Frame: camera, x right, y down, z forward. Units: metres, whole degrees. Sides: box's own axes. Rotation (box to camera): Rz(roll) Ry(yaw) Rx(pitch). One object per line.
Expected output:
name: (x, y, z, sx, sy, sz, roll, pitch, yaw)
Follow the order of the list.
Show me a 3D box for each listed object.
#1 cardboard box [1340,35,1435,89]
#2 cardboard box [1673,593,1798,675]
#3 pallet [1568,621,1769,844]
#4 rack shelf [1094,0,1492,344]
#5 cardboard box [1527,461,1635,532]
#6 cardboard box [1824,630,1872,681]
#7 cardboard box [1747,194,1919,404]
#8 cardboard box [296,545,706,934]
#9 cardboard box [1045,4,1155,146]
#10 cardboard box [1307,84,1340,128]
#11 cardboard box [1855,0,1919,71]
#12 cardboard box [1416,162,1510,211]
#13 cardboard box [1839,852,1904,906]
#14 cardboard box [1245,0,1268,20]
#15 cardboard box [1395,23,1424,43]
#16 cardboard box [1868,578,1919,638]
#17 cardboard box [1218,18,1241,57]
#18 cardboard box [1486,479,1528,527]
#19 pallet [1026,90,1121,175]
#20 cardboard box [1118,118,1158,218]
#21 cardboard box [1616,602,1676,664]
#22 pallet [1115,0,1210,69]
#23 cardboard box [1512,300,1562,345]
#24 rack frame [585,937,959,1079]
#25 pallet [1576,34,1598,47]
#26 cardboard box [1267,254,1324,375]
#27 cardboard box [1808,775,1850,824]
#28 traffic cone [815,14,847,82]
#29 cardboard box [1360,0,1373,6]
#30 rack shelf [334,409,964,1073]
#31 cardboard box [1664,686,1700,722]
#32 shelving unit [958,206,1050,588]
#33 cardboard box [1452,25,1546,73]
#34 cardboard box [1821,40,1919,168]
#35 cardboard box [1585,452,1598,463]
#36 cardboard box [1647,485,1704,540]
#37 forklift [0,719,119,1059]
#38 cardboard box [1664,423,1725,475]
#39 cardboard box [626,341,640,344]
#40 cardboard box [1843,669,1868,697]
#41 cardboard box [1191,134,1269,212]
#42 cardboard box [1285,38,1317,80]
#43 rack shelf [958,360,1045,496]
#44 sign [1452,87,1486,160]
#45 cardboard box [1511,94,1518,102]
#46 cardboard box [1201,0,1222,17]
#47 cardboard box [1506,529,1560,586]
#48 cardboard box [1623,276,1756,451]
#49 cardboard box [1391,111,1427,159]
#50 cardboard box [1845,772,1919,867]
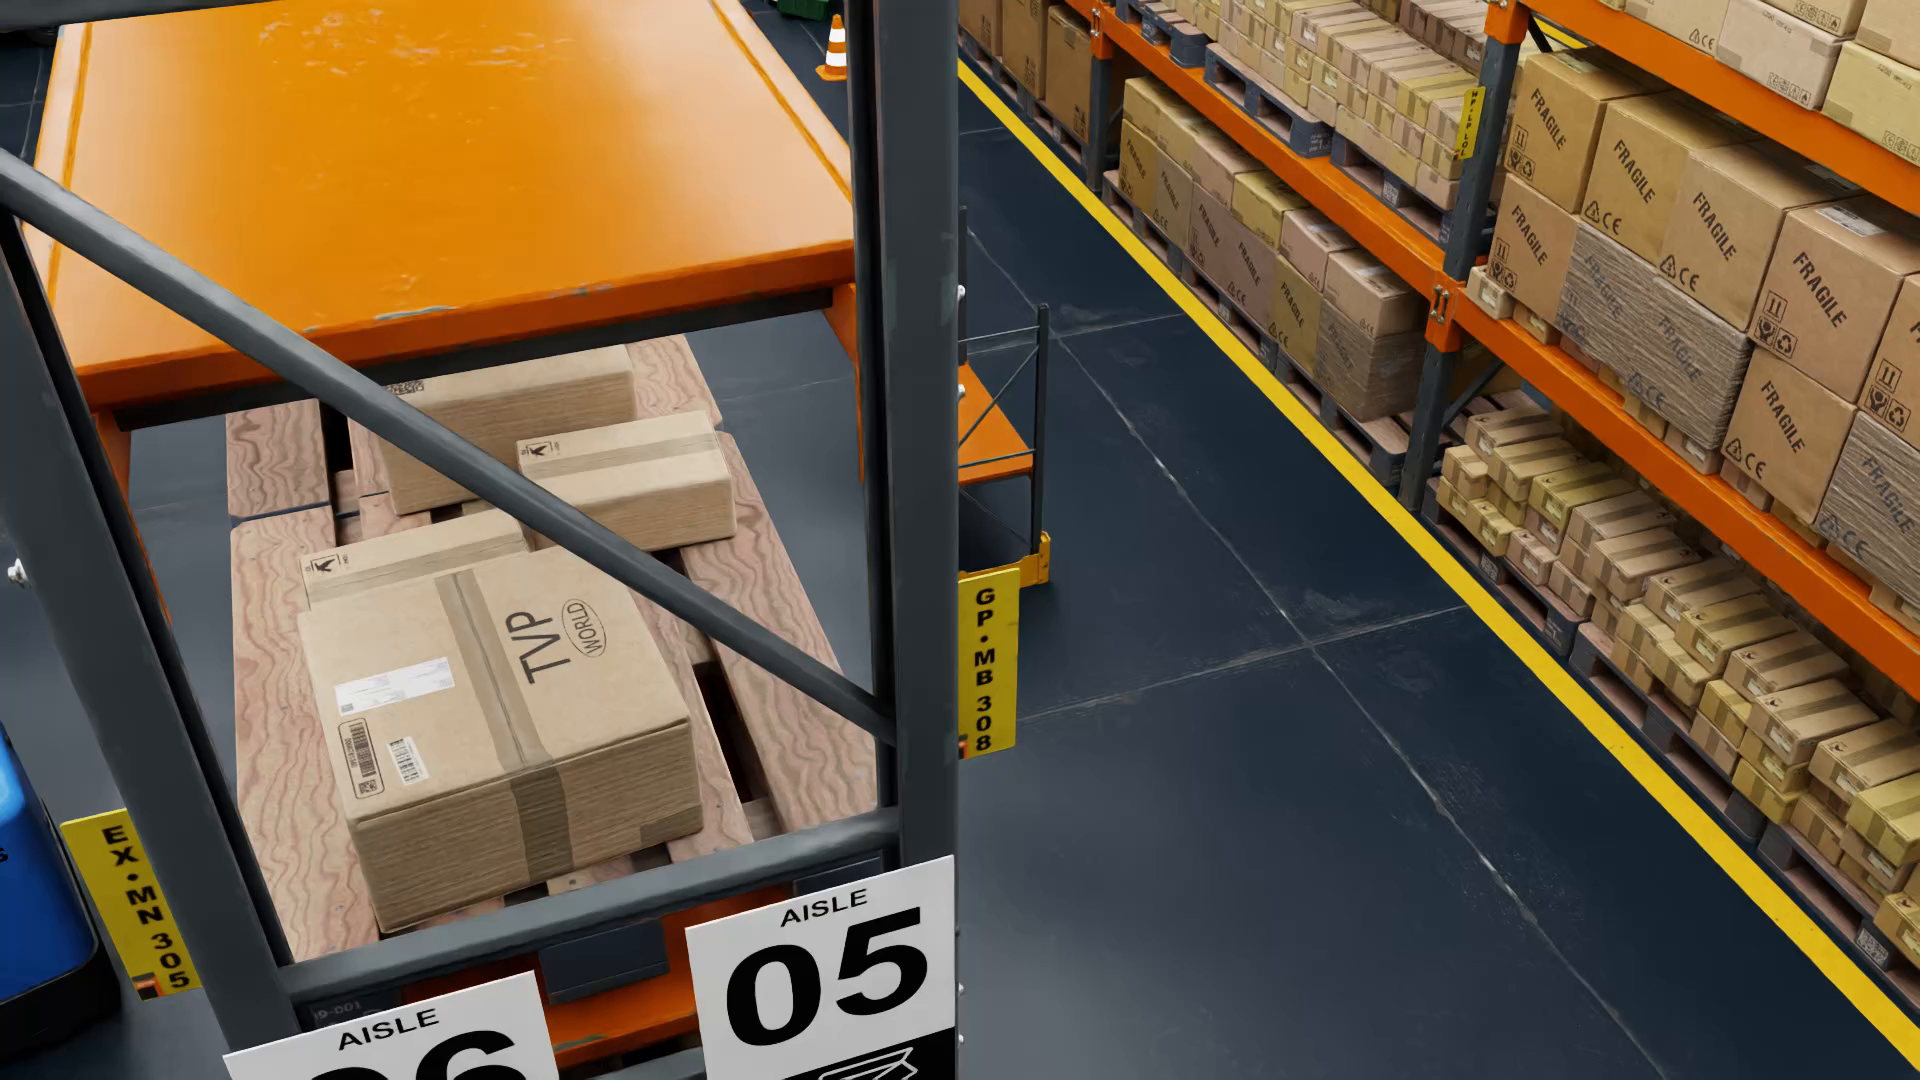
cardboard box: (2.153, -2.411, 8.384, 0.380, 0.149, 0.250, -13, 39, -16)
cardboard box: (3.183, 0.385, 6.832, 0.380, 0.149, 0.250, -12, 39, -16)
pallet: (3.433, 0.702, 7.202, 1.003, 0.211, 1.213, -12, 39, -16)
rack shelf: (2.057, -2.316, 9.490, 1.077, 0.370, 4.000, -12, 39, -16)
cardboard box: (2.842, -0.202, 7.612, 0.380, 0.149, 0.250, -13, 39, -17)
cardboard box: (3.789, 0.414, 6.794, 0.380, 0.149, 0.250, -12, 39, -15)
cardboard box: (3.184, -0.856, 5.792, 0.500, 0.500, 0.500, -14, 39, -18)
cardboard box: (-0.730, 0.286, 2.637, 0.500, 0.250, 0.500, -16, 40, -20)
cardboard box: (1.244, -3.365, 11.806, 1.050, 0.750, 0.750, -13, 39, -17)
cardboard box: (2.062, -2.310, 8.744, 0.380, 0.149, 0.250, -14, 39, -18)
cardboard box: (3.211, -1.626, 5.191, 0.500, 0.250, 0.500, -14, 39, -18)
cardboard box: (2.423, -1.724, 7.966, 0.380, 0.149, 0.250, -13, 39, -17)
cardboard box: (3.551, 1.211, 6.230, 0.380, 0.149, 0.250, -13, 39, -16)
cardboard box: (1.800, -2.995, 9.159, 0.380, 0.149, 0.250, -11, 38, -15)
cardboard box: (2.586, -2.718, 9.038, 0.380, 0.149, 0.250, -13, 39, -17)
cardboard box: (3.421, 0.179, 5.788, 0.380, 0.149, 0.250, -14, 39, -18)
cardboard box: (1.707, -2.900, 9.527, 0.380, 0.149, 0.250, -11, 38, -14)
cardboard box: (2.741, -0.226, 7.891, 0.380, 0.149, 0.250, -12, 39, -16)
pallet: (1.168, -3.081, 12.225, 1.003, 0.211, 1.213, -12, 39, -16)
cardboard box: (1.373, -2.450, 10.799, 0.500, 0.500, 0.500, -14, 39, -18)
cardboard box: (3.049, 0.373, 7.095, 0.380, 0.149, 0.250, -13, 39, -16)
pallet: (1.714, -3.276, 10.326, 1.213, 0.211, 1.003, -12, 39, -16)
cardboard box: (2.694, -1.015, 7.374, 0.380, 0.149, 0.250, -11, 38, -15)
rack frame: (-0.491, 1.868, 3.338, 1.000, 3.000, 0.127, -12, 39, -16)
pallet: (5.793, -4.031, 13.487, 1.003, 0.211, 1.213, -12, 39, -16)
cardboard box: (2.078, -1.299, 9.270, 0.500, 0.500, 0.500, -13, 39, -17)
cardboard box: (3.496, 0.933, 6.352, 0.380, 0.149, 0.250, -13, 39, -16)
traffic cone: (-0.964, -3.910, 13.116, 0.336, 0.463, 0.334, -12, 39, -16)
cardboard box: (2.411, -3.126, 9.332, 0.380, 0.149, 0.250, -11, 38, -14)
rack shelf: (-1.179, -0.173, 4.151, 1.077, 0.370, 4.000, -12, 39, -16)
cardboard box: (3.216, 0.627, 7.006, 0.380, 0.149, 0.250, -11, 38, -15)
shelving unit: (-0.026, -0.642, 7.916, 0.587, 1.500, 1.083, -12, 39, -16)
cardboard box: (2.771, -2.540, 8.554, 0.380, 0.149, 0.250, -13, 39, -17)
cardboard box: (3.175, -1.420, 5.335, 0.500, 0.250, 0.500, -11, 38, -14)
cardboard box: (3.257, -0.359, 8.067, 0.380, 0.149, 0.250, -14, 39, -18)
cardboard box: (3.346, -0.155, 7.549, 0.380, 0.149, 0.250, -11, 38, -14)
forklift: (-4.535, 0.829, 4.774, 3.031, 2.935, 1.130, -24, 43, -28)
cardboard box: (3.034, -0.412, 6.573, 0.380, 0.149, 0.250, -11, 38, -14)
cardboard box: (-1.044, -0.748, 3.802, 0.500, 0.500, 0.500, -12, 39, -15)
cardboard box: (3.675, 0.560, 6.847, 0.380, 0.149, 0.250, -11, 38, -14)
cardboard box: (1.712, -2.194, 9.835, 0.500, 0.250, 0.500, -12, 39, -16)
cardboard box: (1.966, -2.588, 8.865, 0.380, 0.149, 0.250, -12, 39, -16)
rack shelf: (-0.029, -0.504, 8.031, 0.538, 0.185, 1.000, -12, 39, -16)
sign: (2.226, -1.819, 7.270, 0.100, 0.325, 0.005, -12, 39, -16)
cardboard box: (2.951, -2.124, 8.249, 0.380, 0.149, 0.250, -13, 39, -17)
cardboard box: (1.624, -3.160, 9.625, 0.380, 0.149, 0.250, -12, 39, -16)
cardboard box: (2.795, 0.049, 7.772, 0.380, 0.149, 0.250, -13, 39, -16)
cardboard box: (2.996, -0.731, 6.457, 0.500, 0.500, 0.500, -13, 39, -17)
cardboard box: (2.331, -1.992, 8.075, 0.380, 0.149, 0.250, -12, 39, -16)
cardboard box: (3.461, 0.999, 6.017, 0.380, 0.149, 0.250, -13, 39, -17)
